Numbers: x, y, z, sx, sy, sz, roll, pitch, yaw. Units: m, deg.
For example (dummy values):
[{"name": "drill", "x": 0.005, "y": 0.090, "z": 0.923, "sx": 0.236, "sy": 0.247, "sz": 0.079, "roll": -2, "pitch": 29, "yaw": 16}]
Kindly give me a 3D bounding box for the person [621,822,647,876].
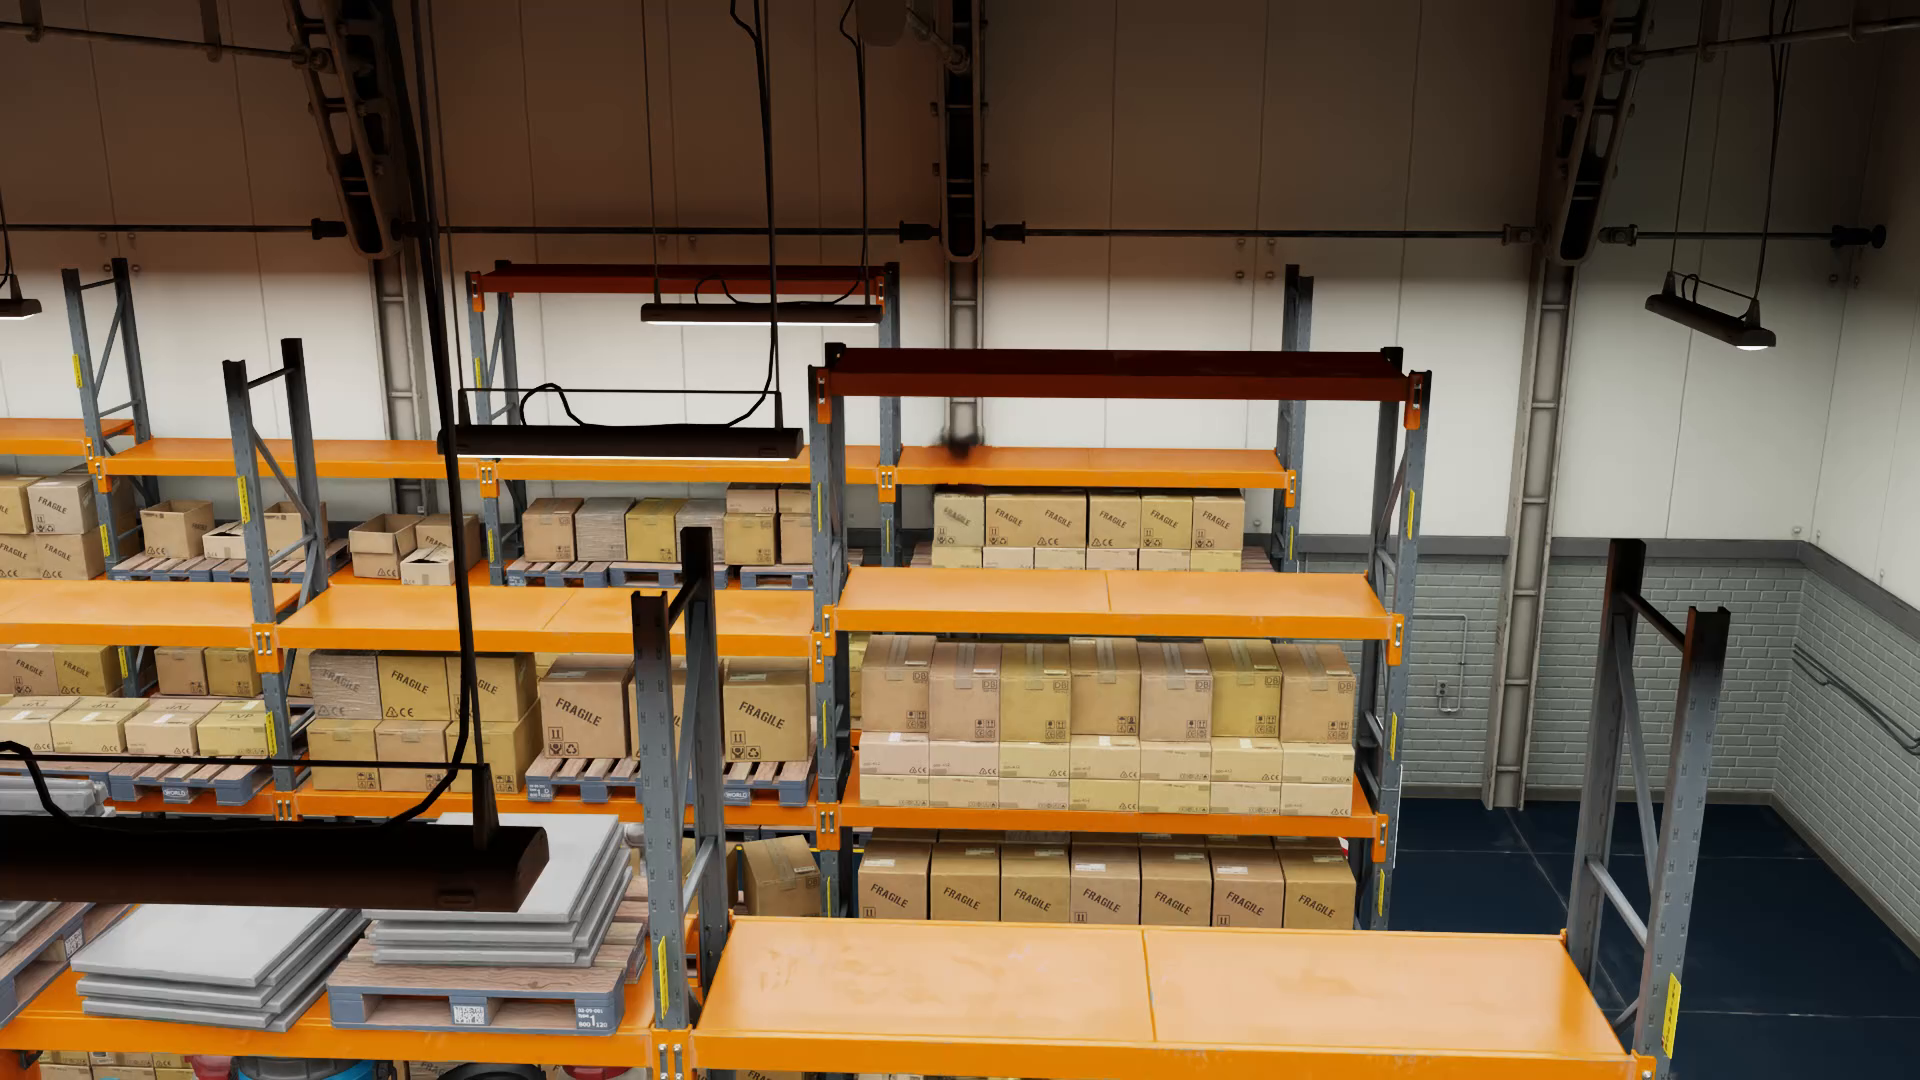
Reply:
[{"name": "person", "x": -2.804, "y": 3.071, "z": 15.003, "sx": 0.548, "sy": 1.697, "sz": 0.388, "roll": 0, "pitch": 16, "yaw": -1}]
